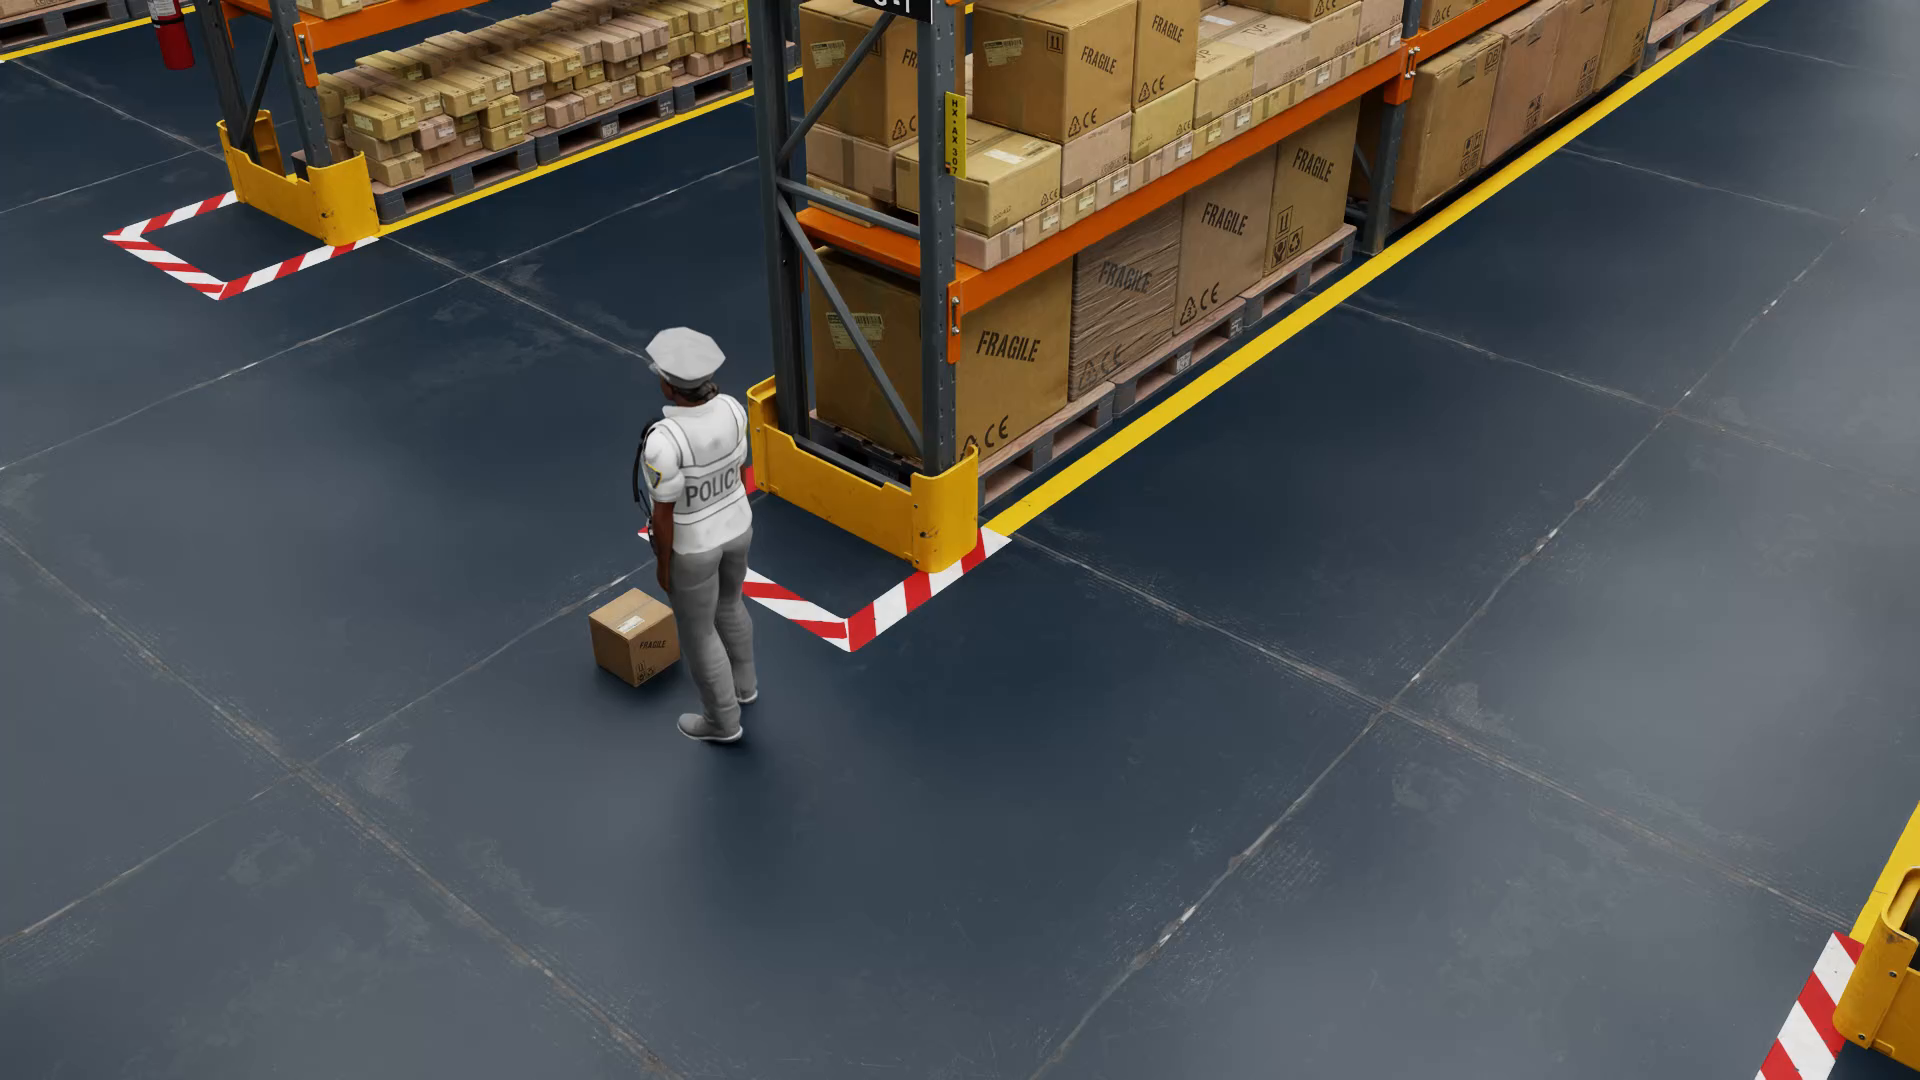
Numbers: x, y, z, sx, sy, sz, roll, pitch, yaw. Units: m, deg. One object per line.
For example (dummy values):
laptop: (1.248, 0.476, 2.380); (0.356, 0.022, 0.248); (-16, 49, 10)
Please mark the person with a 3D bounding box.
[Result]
person: (-0.967, -0.001, 6.146); (0.424, 1.701, 0.439); (27, 43, 33)
